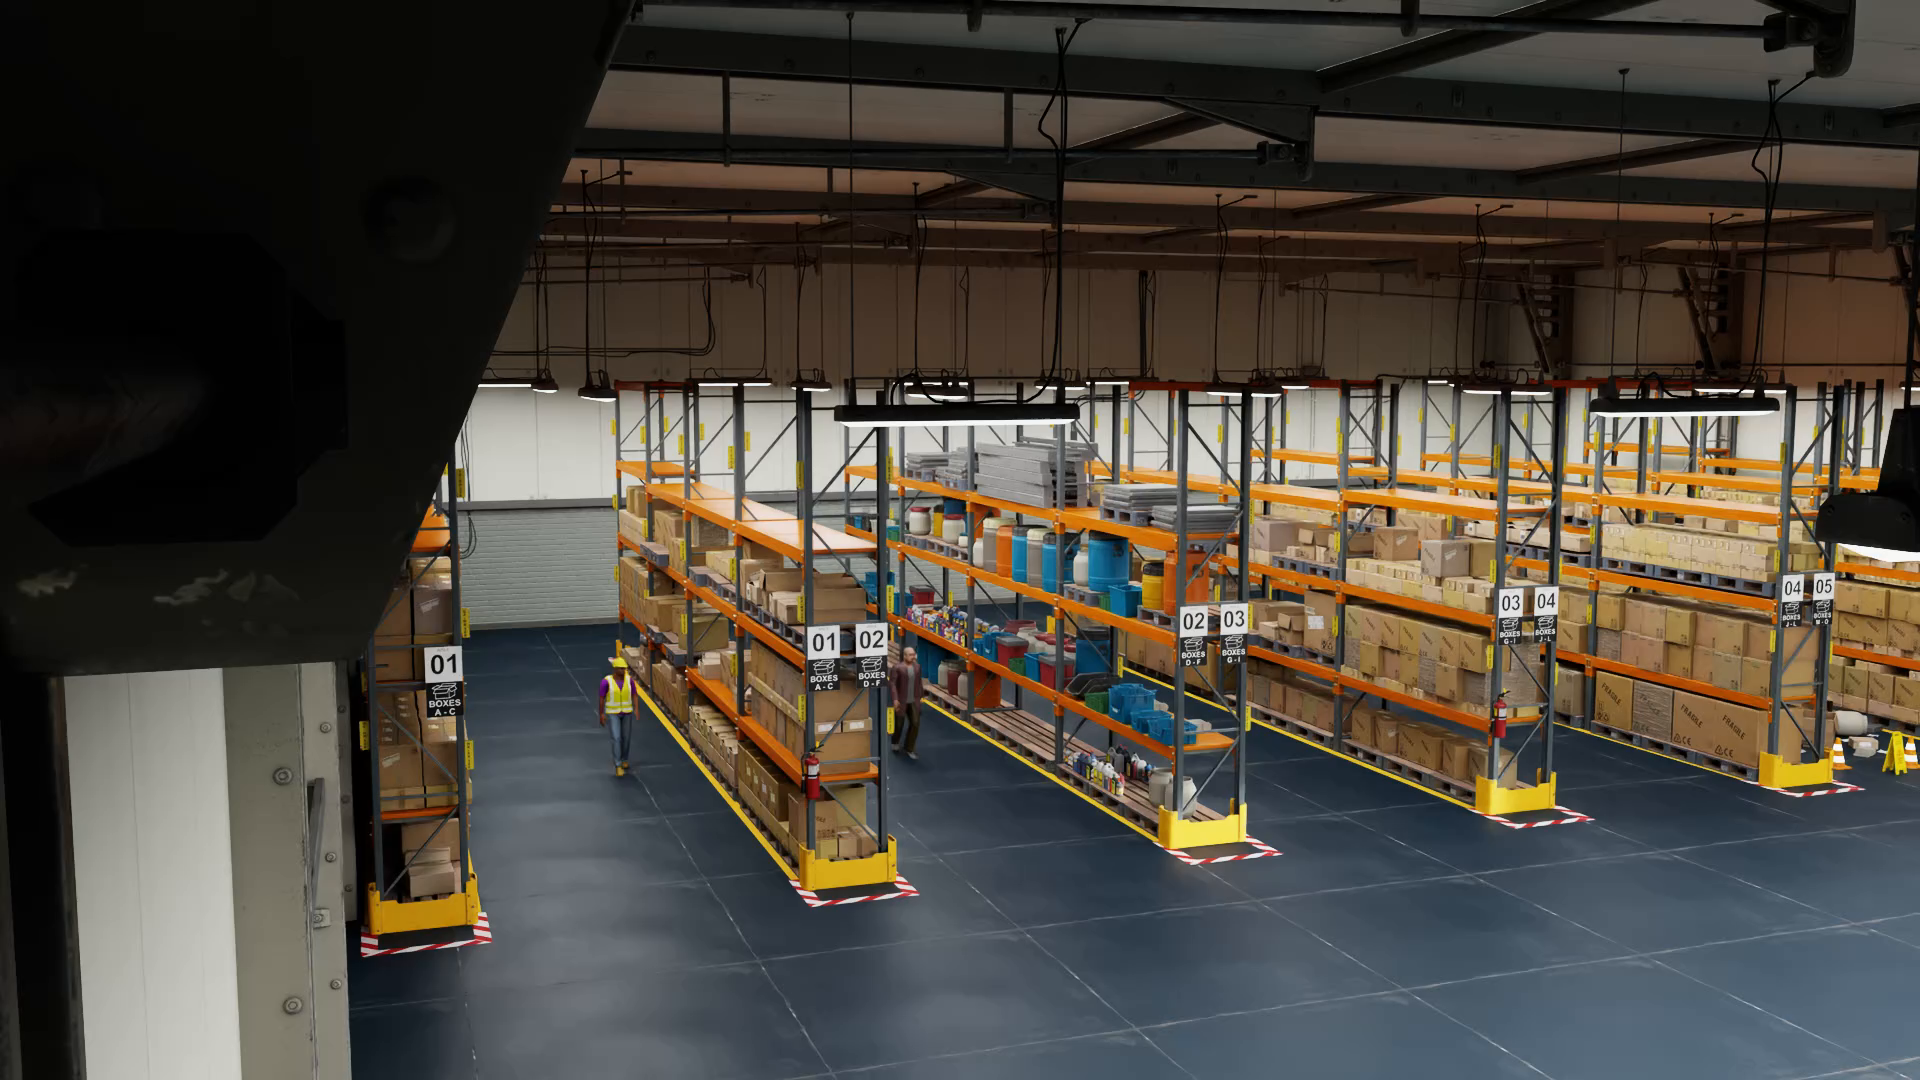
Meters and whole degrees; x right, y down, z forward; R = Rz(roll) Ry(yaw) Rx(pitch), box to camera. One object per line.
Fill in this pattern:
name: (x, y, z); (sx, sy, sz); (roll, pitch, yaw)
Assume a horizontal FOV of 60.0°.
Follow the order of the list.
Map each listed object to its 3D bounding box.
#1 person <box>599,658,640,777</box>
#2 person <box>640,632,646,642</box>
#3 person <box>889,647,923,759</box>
person: (-5.254, 2.741, 25.872); (0.600, 1.768, 0.766); (-3, 7, -29)
person: (-6.949, 1.507, 37.423); (0.904, 1.785, 0.595); (5, 8, 38)
person: (-0.862, 2.640, 26.987); (0.682, 1.821, 0.751); (-3, 7, -30)
